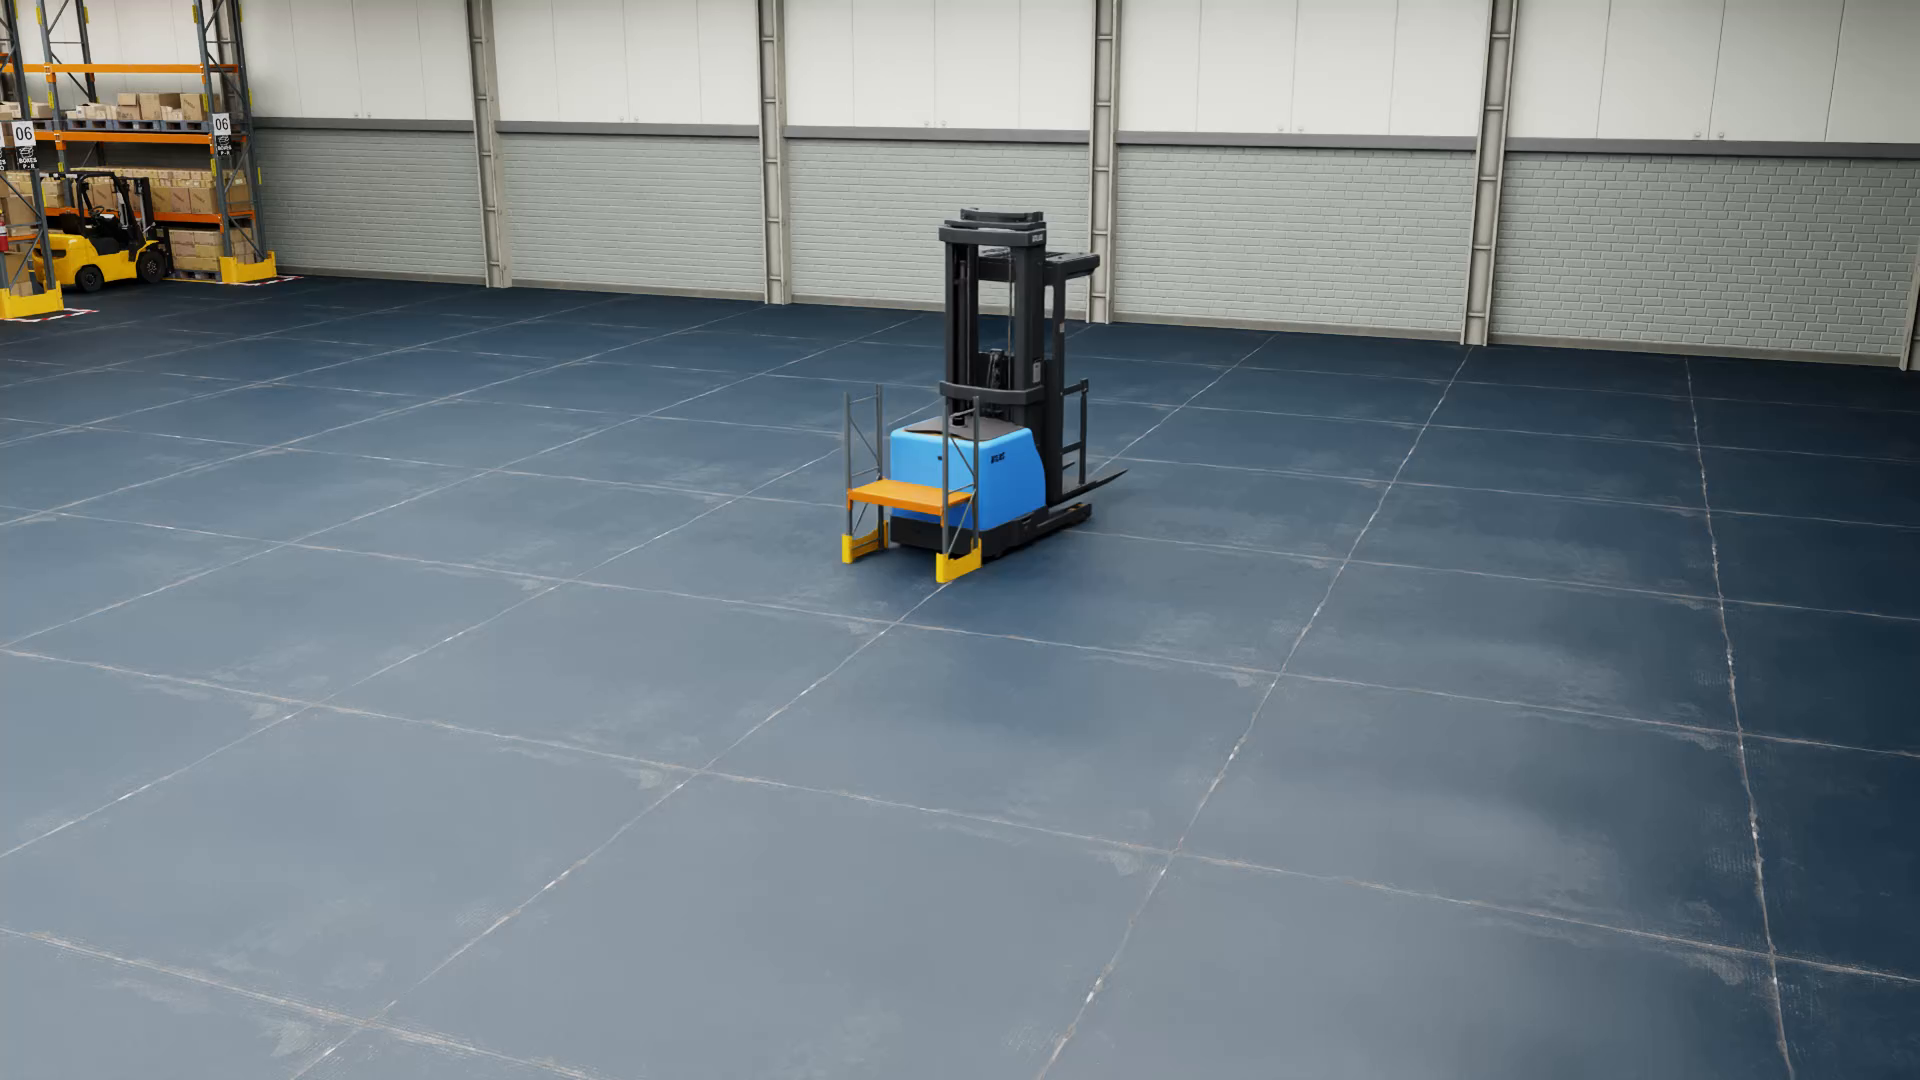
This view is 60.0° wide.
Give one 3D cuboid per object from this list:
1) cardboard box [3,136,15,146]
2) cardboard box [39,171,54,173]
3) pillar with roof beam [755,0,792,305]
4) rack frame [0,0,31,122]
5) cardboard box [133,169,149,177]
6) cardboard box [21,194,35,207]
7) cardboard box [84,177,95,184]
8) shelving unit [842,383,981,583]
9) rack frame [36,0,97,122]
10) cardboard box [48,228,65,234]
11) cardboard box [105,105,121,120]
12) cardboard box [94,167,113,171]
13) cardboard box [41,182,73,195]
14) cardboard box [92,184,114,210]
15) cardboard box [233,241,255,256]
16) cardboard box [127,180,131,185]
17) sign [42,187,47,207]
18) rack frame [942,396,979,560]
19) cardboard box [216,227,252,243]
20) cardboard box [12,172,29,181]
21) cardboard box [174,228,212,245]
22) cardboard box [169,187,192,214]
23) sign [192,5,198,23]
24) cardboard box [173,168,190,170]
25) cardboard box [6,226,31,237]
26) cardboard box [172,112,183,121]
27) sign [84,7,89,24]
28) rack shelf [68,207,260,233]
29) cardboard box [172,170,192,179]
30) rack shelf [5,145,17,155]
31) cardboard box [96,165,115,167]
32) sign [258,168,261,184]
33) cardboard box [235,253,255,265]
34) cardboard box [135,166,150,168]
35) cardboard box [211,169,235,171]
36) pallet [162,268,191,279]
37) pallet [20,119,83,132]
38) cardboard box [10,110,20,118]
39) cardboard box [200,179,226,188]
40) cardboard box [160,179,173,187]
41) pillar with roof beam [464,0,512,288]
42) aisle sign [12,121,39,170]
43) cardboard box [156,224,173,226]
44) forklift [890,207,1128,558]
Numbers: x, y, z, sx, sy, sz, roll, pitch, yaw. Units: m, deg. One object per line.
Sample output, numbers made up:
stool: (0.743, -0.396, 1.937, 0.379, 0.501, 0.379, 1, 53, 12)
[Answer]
cardboard box: (-16.107, -6.761, 28.151, 0.250, 0.149, 0.380, 6, 17, 21)
cardboard box: (-18.999, -7.590, 34.596, 0.250, 0.149, 0.380, 6, 17, 21)
pillar with roof beam: (-4.833, -7.452, 24.703, 0.400, 9.000, 9.100, 6, 17, 21)
rack frame: (-15.917, -8.204, 27.291, 0.127, 3.000, 1.000, 6, 17, 21)
cardboard box: (-16.167, -7.280, 32.995, 0.250, 0.149, 0.380, 6, 17, 21)
cardboard box: (-18.855, -6.981, 34.110, 0.500, 0.250, 0.500, 6, 17, 20)
cardboard box: (-17.379, -7.252, 33.431, 0.250, 0.149, 0.380, 7, 17, 22)
shelving unit: (-0.420, -0.507, 14.228, 1.083, 1.500, 0.587, 11, 19, 33)
rack frame: (-17.821, -9.901, 33.136, 0.127, 3.000, 1.000, 6, 17, 21)
cardboard box: (-18.310, -6.131, 34.419, 0.625, 0.625, 0.875, 7, 18, 23)
cardboard box: (-16.551, -8.415, 32.707, 0.258, 0.266, 0.396, 6, 17, 19)
cardboard box: (-17.116, -7.385, 33.356, 0.250, 0.149, 0.380, 6, 17, 20)
cardboard box: (-18.371, -7.172, 33.869, 0.500, 0.250, 0.500, 6, 17, 19)
cardboard box: (-17.013, -6.905, 33.401, 0.500, 0.500, 0.500, 7, 17, 22)
cardboard box: (-14.461, -5.834, 33.170, 0.500, 0.250, 0.500, 7, 17, 22)
cardboard box: (-16.440, -7.140, 33.044, 0.250, 0.149, 0.380, 6, 17, 19)
sign: (-15.718, -5.879, 28.492, 0.005, 0.325, 0.100, 6, 17, 21)
rack frame: (0.009, -0.426, 13.949, 0.032, 1.500, 0.500, 11, 19, 33)
cardboard box: (-14.477, -6.070, 33.087, 0.500, 0.250, 0.500, 6, 17, 20)
cardboard box: (-19.189, -7.452, 34.121, 0.250, 0.149, 0.380, 6, 17, 19)
cardboard box: (-15.120, -5.989, 32.807, 0.500, 0.250, 0.500, 7, 17, 22)
cardboard box: (-15.133, -6.696, 32.679, 0.500, 0.500, 0.500, 7, 18, 22)
sign: (-14.312, -9.839, 31.106, 0.005, 0.325, 0.100, 6, 17, 21)
cardboard box: (-15.503, -7.363, 33.281, 0.250, 0.149, 0.380, 6, 17, 19)
cardboard box: (-16.157, -5.290, 28.467, 0.250, 0.149, 0.380, 6, 17, 21)
cardboard box: (-14.982, -8.186, 32.128, 0.250, 0.149, 0.380, 6, 17, 19)
sign: (-17.594, -10.567, 33.471, 0.005, 0.325, 0.100, 6, 17, 21)
rack shelf: (-15.960, -6.469, 33.368, 4.000, 0.370, 1.077, 6, 17, 21)
cardboard box: (-15.209, -7.176, 32.637, 0.250, 0.149, 0.380, 6, 17, 21)
rack shelf: (-17.778, -6.622, 28.514, 4.000, 0.370, 1.077, 6, 17, 21)
cardboard box: (-17.413, -7.568, 33.984, 0.250, 0.149, 0.380, 6, 17, 21)
sign: (-13.890, -7.207, 32.925, 0.005, 0.325, 0.100, 6, 17, 21)
cardboard box: (-14.485, -5.592, 33.236, 0.500, 0.250, 0.500, 6, 17, 21)
cardboard box: (-16.454, -7.466, 33.636, 0.250, 0.149, 0.380, 6, 17, 20)
cardboard box: (-14.558, -7.246, 32.876, 0.250, 0.149, 0.380, 7, 18, 23)
pallet: (-15.957, -5.464, 33.616, 1.213, 0.211, 1.003, 6, 17, 21)
pallet: (-18.646, -8.455, 33.881, 1.217, 0.209, 0.805, 6, 17, 18)
cardboard box: (-18.955, -8.623, 33.633, 0.250, 0.149, 0.380, 6, 17, 20)
cardboard box: (-14.525, -6.933, 32.331, 0.250, 0.149, 0.380, 7, 17, 21)
cardboard box: (-15.485, -7.037, 32.690, 0.250, 0.149, 0.380, 6, 17, 19)
pillar with roof beam: (-10.415, -8.066, 26.817, 0.400, 9.000, 9.100, 6, 17, 21)
aisle sign: (-15.746, -6.645, 28.020, 0.004, 0.787, 0.394, 6, 17, 21)
cardboard box: (-16.349, -6.278, 33.802, 0.500, 0.250, 0.500, 6, 17, 21)
forklift: (0.596, -1.608, 15.457, 1.130, 2.935, 3.031, 10, 19, 32)
